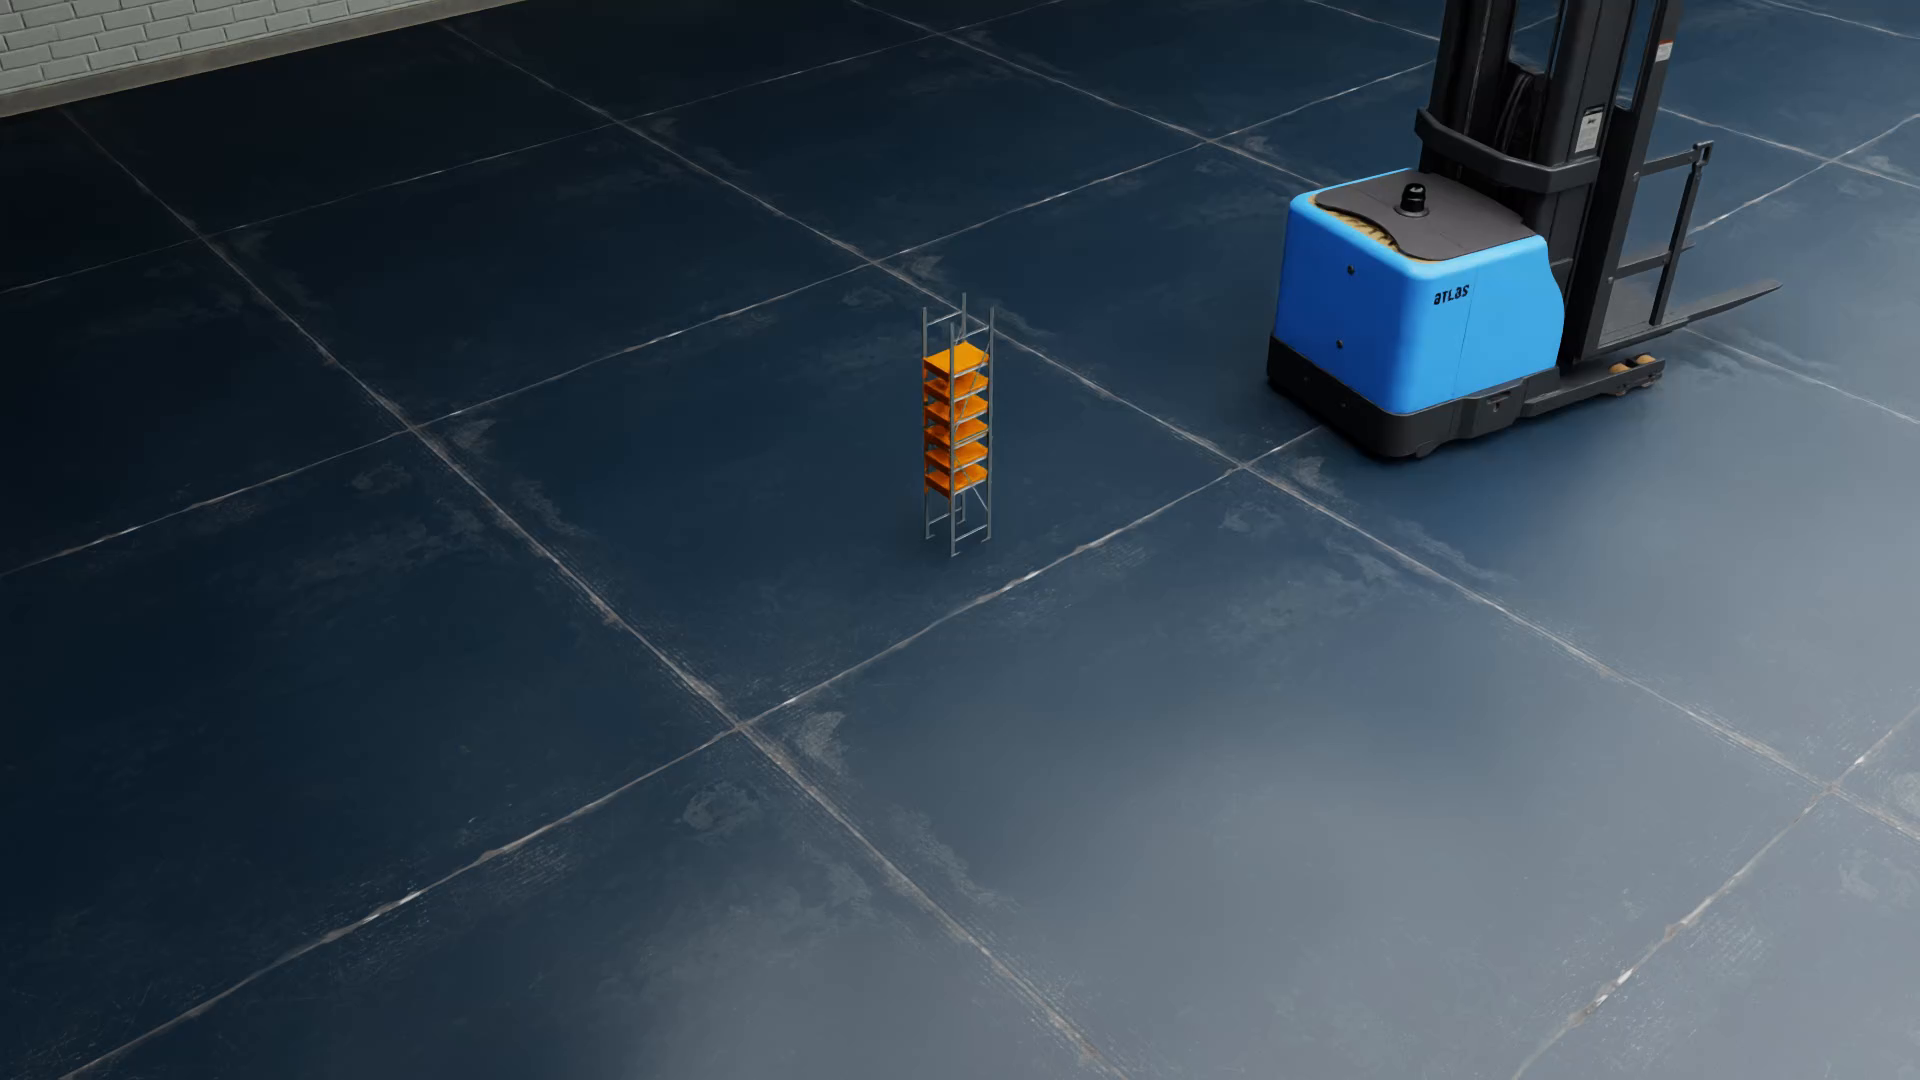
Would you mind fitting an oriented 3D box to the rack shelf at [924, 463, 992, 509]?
[{"bbox_3d":[-0.009,-0.264,7.577,0.258,0.103,0.180,-26,43,-32],"label":"rack shelf"}]

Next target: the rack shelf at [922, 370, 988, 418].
[{"bbox_3d":[-0.009,-0.656,7.299,0.258,0.103,0.180,-26,43,-32],"label":"rack shelf"}]

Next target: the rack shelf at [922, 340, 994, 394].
[{"bbox_3d":[-0.009,-0.754,7.230,0.258,0.103,0.180,-26,43,-32],"label":"rack shelf"}]

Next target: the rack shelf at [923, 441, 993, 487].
[{"bbox_3d":[-0.009,-0.362,7.507,0.258,0.103,0.180,-26,43,-32],"label":"rack shelf"}]

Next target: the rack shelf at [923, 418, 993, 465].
[{"bbox_3d":[-0.009,-0.460,7.438,0.258,0.103,0.180,-26,43,-32],"label":"rack shelf"}]

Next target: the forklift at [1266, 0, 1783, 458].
[{"bbox_3d":[3.177,-2.212,8.337,3.031,2.935,1.130,-18,39,-23],"label":"forklift"}]

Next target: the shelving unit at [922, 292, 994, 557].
[{"bbox_3d":[-0.009,-0.496,7.412,0.258,1.200,0.189,-26,43,-32],"label":"shelving unit"}]

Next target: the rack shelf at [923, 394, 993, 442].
[{"bbox_3d":[-0.009,-0.558,7.369,0.258,0.103,0.180,-26,43,-32],"label":"rack shelf"}]

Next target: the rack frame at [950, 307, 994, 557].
[{"bbox_3d":[0.050,-0.456,7.355,0.240,1.200,0.006,-26,43,-32],"label":"rack frame"}]

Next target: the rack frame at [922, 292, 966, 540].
[{"bbox_3d":[-0.068,-0.536,7.469,0.240,1.200,0.006,-26,43,-32],"label":"rack frame"}]
